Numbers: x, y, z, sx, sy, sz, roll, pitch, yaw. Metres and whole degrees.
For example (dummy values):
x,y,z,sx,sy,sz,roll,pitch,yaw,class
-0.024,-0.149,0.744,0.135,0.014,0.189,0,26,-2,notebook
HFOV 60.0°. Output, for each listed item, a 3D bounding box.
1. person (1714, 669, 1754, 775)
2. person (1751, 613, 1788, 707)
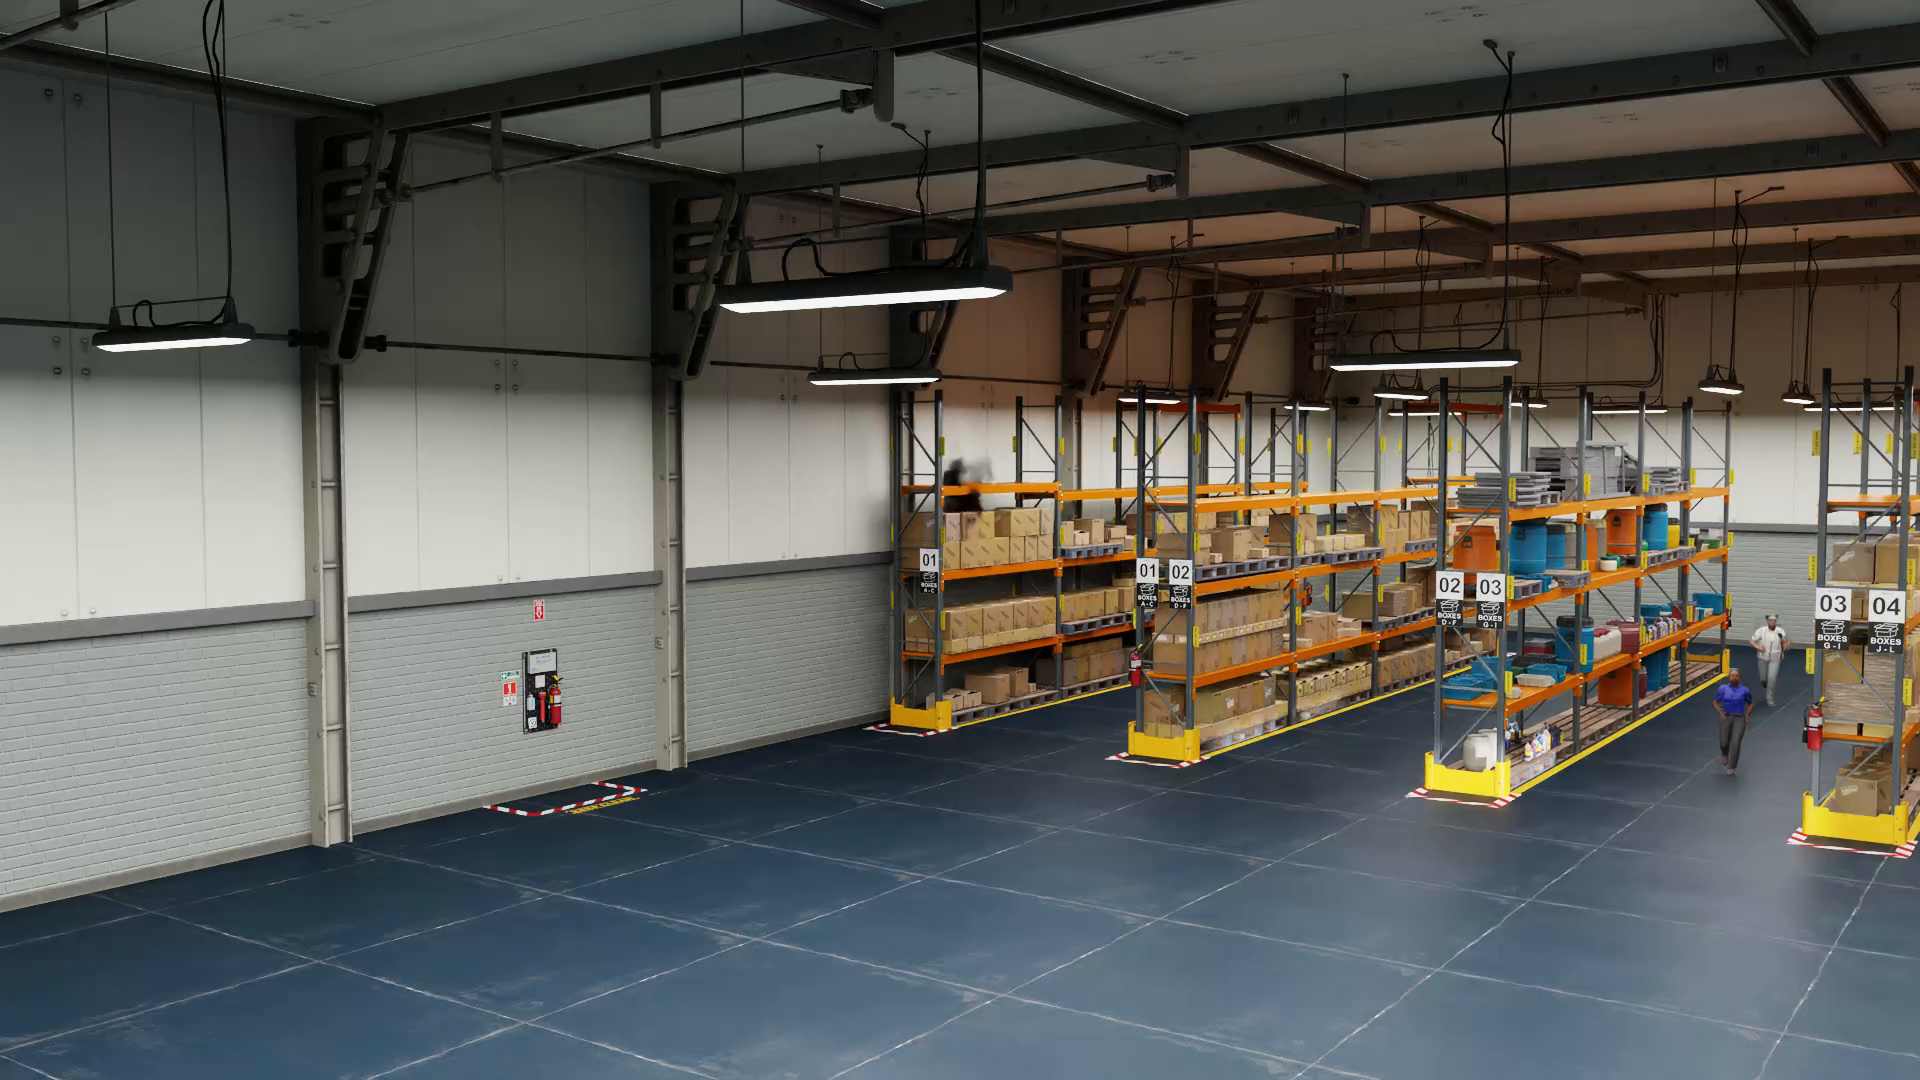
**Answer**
x,y,z,sx,sy,sz,roll,pitch,yaw,class
11.815,2.770,25.402,0.563,1.597,0.580,1,3,23,person
15.750,2.308,32.370,0.654,1.789,0.824,1,3,23,person
